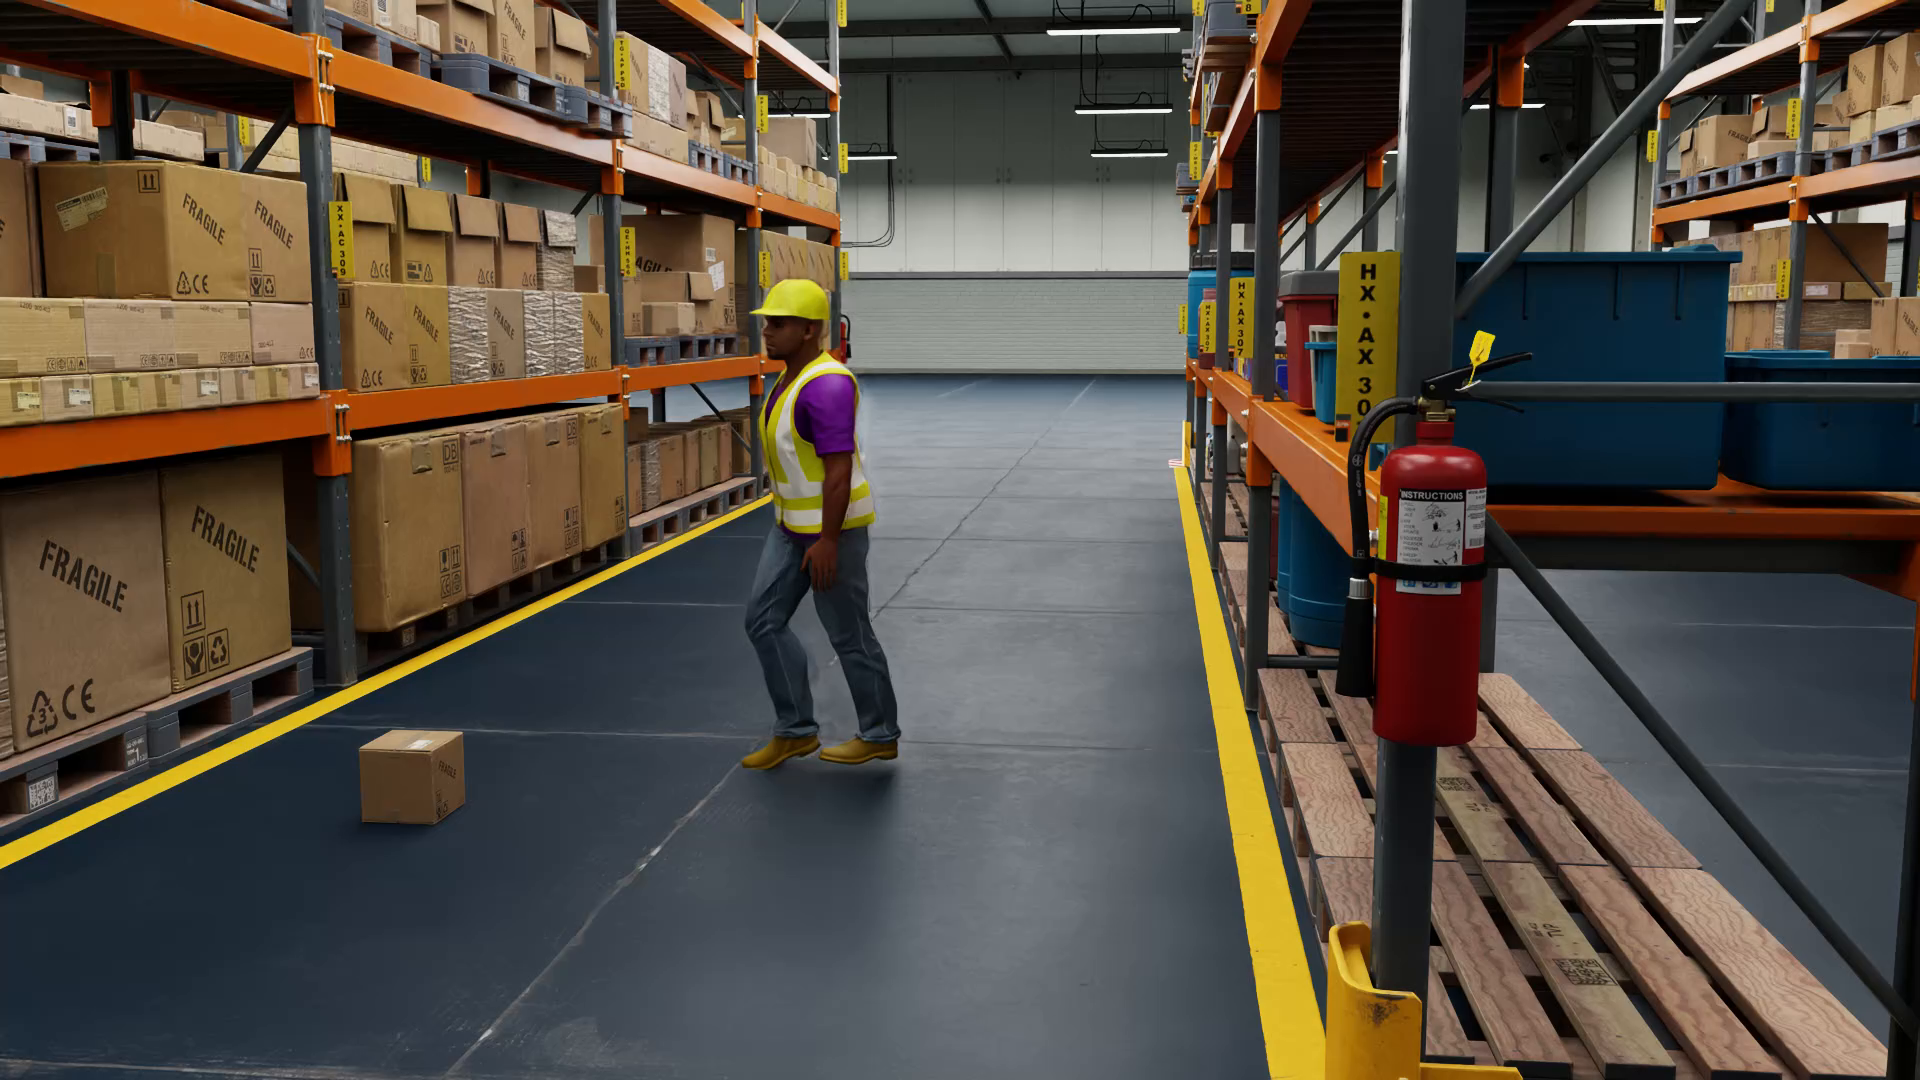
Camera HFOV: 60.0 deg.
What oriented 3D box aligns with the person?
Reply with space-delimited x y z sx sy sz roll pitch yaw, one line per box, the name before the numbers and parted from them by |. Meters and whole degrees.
person | -0.474 -0.081 5.919 0.566 1.671 0.602 -4 8 -26
